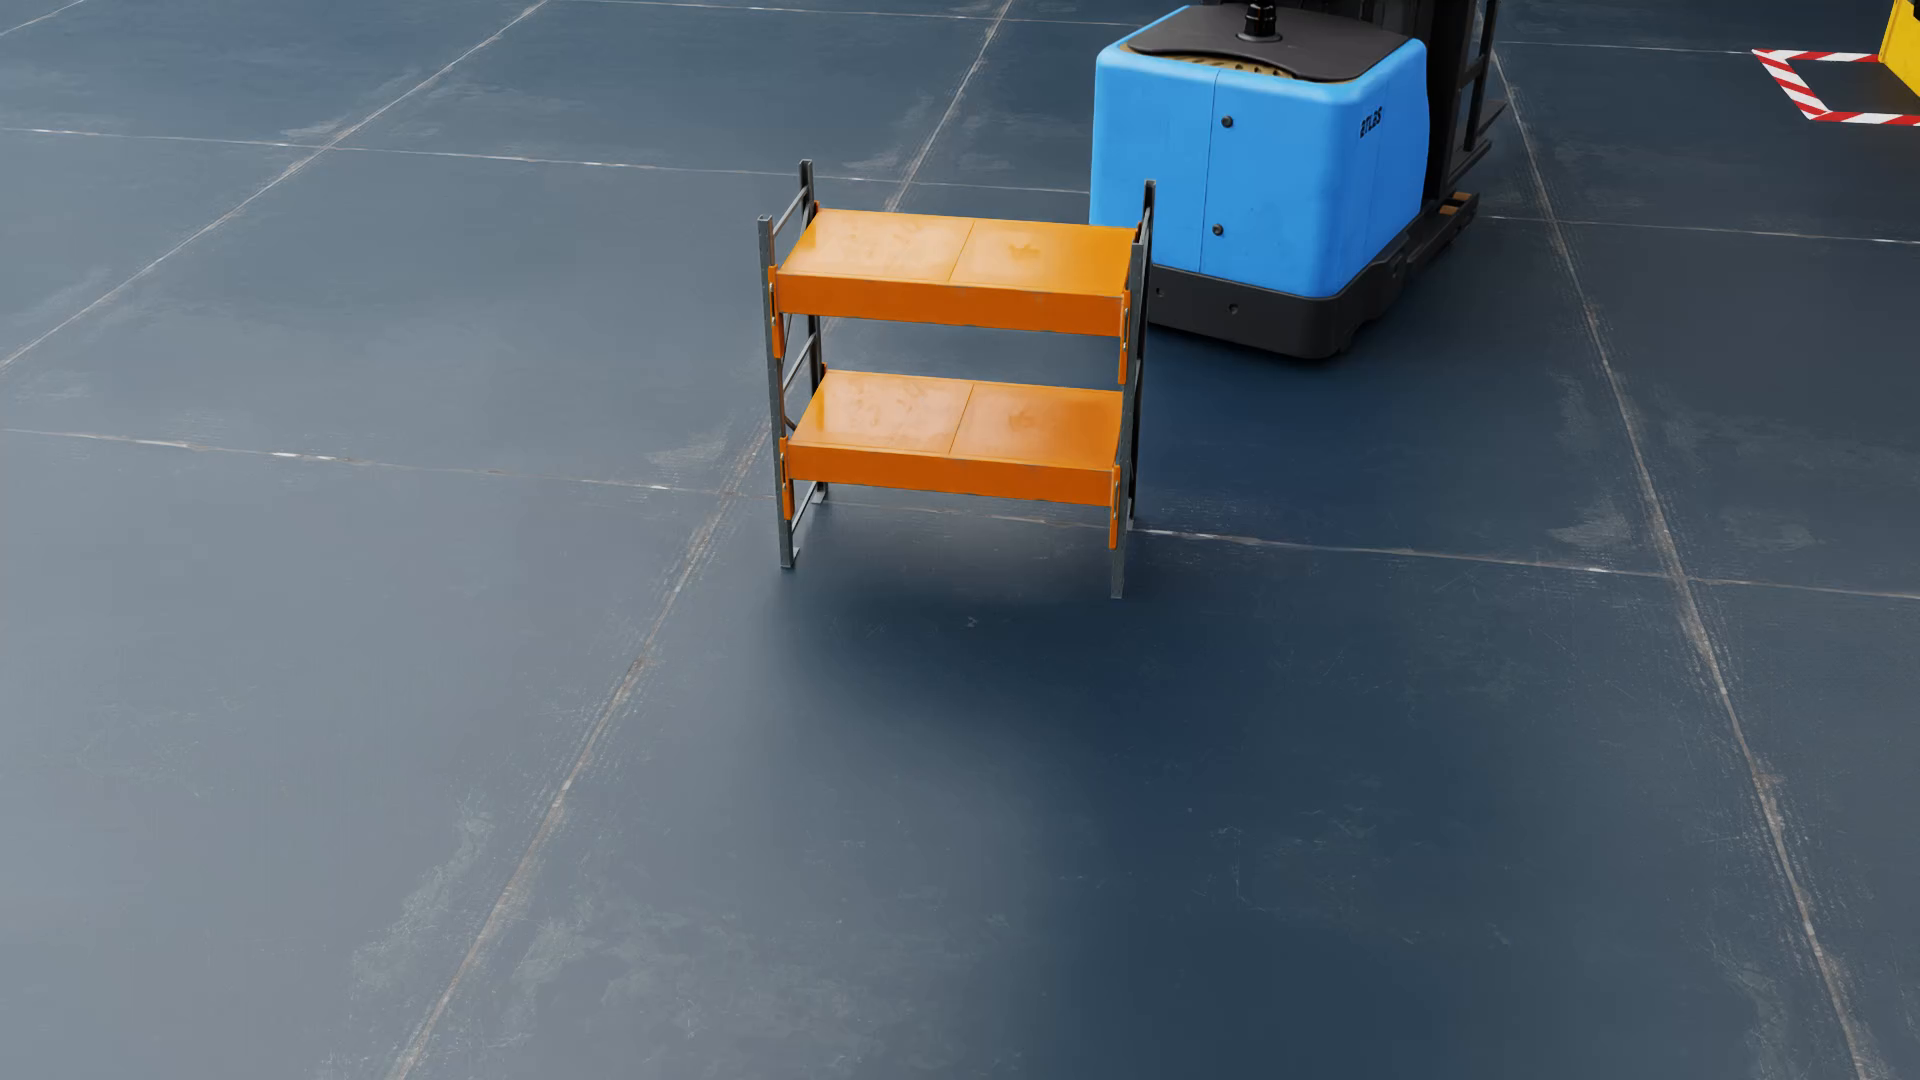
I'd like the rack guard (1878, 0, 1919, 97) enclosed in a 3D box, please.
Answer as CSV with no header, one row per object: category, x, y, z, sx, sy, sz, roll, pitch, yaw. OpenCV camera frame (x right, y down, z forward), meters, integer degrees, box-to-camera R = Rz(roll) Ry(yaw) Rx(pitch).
rack guard,5.464,-2.741,9.157,0.348,0.500,1.175,5,32,8

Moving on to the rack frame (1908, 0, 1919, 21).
rack frame,5.381,-3.782,8.466,0.127,3.000,1.000,5,32,8

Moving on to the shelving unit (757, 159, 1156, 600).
shelving unit,0.007,-0.476,4.951,1.048,1.125,0.538,5,32,8

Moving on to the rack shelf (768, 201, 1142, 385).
rack shelf,0.007,-0.724,4.795,1.000,0.278,0.538,5,32,8

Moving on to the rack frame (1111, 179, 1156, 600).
rack frame,0.508,-0.431,4.878,0.032,1.125,0.500,5,32,8

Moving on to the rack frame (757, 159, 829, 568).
rack frame,-0.494,-0.522,5.023,0.032,1.125,0.500,5,32,8

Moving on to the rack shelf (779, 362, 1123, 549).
rack shelf,0.007,-0.269,5.080,1.000,0.278,0.538,5,32,8

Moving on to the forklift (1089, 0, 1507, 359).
forklift,1.677,-2.666,6.746,1.130,2.935,3.031,18,36,26
